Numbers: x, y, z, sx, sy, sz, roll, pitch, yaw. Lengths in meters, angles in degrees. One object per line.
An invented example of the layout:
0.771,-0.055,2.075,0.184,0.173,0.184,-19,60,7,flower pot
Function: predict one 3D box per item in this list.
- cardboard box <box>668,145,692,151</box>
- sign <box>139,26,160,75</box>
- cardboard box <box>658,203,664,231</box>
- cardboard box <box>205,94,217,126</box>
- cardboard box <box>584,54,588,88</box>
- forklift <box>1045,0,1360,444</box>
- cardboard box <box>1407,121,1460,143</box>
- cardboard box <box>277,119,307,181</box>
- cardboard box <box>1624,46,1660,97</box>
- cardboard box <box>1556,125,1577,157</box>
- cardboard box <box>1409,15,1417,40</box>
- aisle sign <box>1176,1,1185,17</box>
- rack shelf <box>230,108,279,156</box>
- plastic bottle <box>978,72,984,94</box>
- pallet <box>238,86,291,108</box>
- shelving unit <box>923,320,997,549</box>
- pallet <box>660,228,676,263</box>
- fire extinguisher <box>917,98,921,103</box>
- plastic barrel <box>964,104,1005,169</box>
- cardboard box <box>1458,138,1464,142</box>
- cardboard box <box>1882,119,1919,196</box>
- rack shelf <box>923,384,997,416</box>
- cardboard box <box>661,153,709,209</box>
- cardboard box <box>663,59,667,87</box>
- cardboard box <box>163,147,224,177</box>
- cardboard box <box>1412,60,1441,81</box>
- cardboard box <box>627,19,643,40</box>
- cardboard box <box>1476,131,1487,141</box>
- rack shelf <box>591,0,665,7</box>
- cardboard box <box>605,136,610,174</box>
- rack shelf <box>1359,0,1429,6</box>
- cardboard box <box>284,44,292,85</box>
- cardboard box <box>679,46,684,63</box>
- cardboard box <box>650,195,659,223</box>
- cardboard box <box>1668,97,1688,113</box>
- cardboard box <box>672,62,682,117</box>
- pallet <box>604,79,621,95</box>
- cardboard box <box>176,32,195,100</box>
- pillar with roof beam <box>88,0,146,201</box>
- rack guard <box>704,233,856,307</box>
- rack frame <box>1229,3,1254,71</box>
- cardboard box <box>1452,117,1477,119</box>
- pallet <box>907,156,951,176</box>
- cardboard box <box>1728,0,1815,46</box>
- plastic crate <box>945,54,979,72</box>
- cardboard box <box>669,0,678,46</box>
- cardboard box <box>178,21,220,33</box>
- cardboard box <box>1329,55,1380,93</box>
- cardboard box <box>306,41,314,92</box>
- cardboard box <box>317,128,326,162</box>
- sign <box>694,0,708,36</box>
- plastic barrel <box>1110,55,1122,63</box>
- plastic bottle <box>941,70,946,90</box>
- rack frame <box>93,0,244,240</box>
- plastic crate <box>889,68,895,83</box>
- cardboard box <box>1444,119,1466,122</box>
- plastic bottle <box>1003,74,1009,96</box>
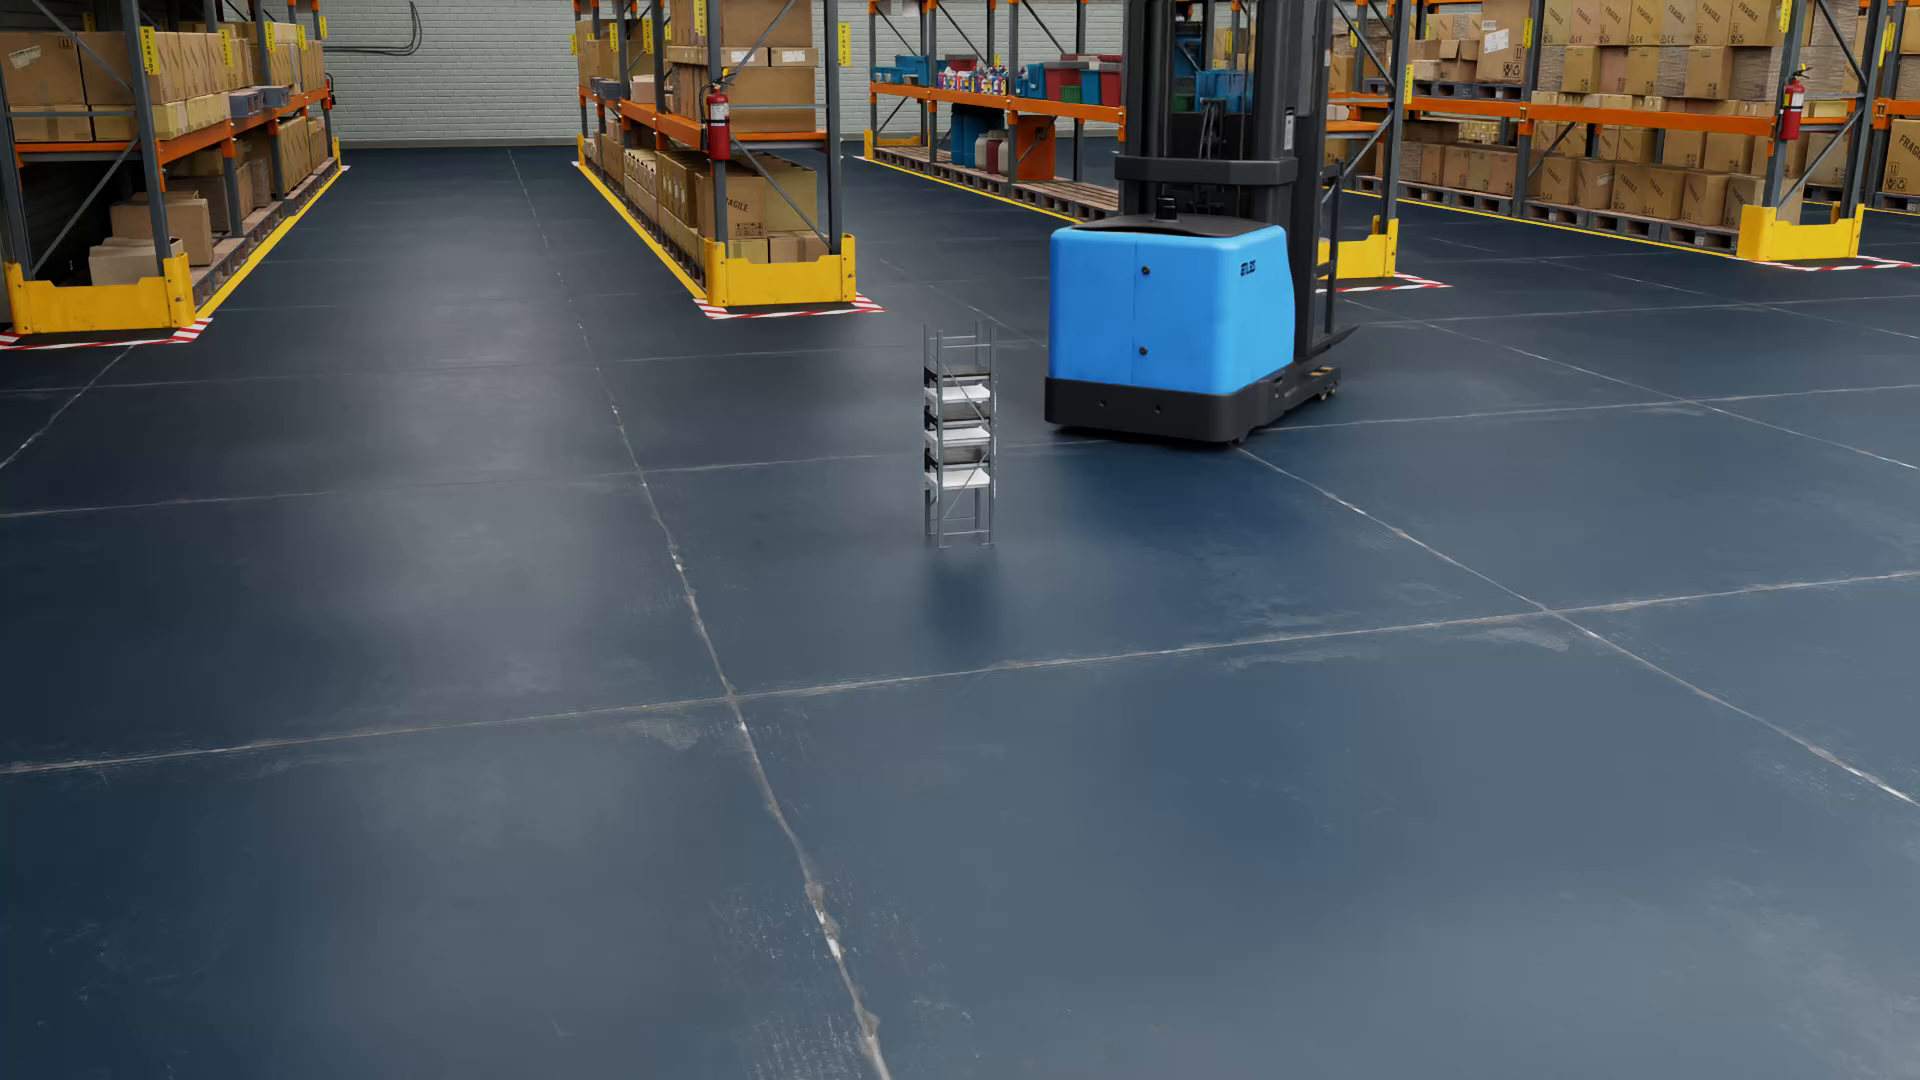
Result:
-3.487,-4.738,21.093,0.500,0.500,0.500,-4,17,-13,cardboard box
-5.679,-3.428,11.646,0.100,0.325,0.005,-5,17,-15,sign
-2.702,-3.202,16.447,0.500,0.250,0.500,-5,17,-15,cardboard box
-6.596,-3.631,14.053,0.500,0.250,0.500,-5,17,-16,cardboard box
-5.549,-7.274,25.779,0.500,0.500,0.500,-4,17,-15,cardboard box
1.596,-2.269,9.411,1.130,2.935,3.031,9,19,27,forklift
6.258,-5.402,21.999,0.500,0.250,0.500,-3,17,-9,cardboard box
-8.947,-5.046,21.545,0.750,0.750,0.750,-4,17,-14,cardboard box
7.488,-4.900,17.360,0.875,0.500,0.500,-5,17,-15,cardboard box
9.839,-6.318,26.385,0.500,0.500,0.500,-4,17,-14,cardboard box
8.500,-9.320,30.338,0.500,0.500,0.500,-4,17,-14,cardboard box
3.959,-9.860,30.044,0.394,0.787,0.004,-5,17,-15,aisle sign
-7.849,-4.286,17.256,1.077,0.370,4.000,-5,17,-15,rack shelf
0.291,-6.305,22.932,0.061,0.283,0.133,-5,17,-15,plastic bottle
-8.100,-4.903,18.394,1.213,0.211,1.003,-5,17,-15,pallet
-0.002,-0.433,6.830,0.258,0.900,0.210,-5,17,-15,shelving unit
-2.359,-2.911,16.276,1.003,0.211,1.213,-5,17,-15,pallet
-0.676,-8.042,29.292,0.296,0.674,0.183,-5,17,-15,fire extinguisher
0.355,-5.922,24.370,0.600,0.901,0.708,-5,17,-15,plastic barrel
8.867,-7.033,29.376,0.380,0.149,0.250,-5,17,-15,cardboard box
11.891,-4.620,20.082,0.875,0.875,0.875,-4,17,-14,cardboard box
-0.002,-0.574,6.788,0.258,0.077,0.200,-5,17,-15,rack shelf
-2.566,-3.423,15.878,0.500,0.500,0.500,-5,17,-15,cardboard box
-3.015,-5.016,18.262,0.500,0.500,0.500,-5,17,-15,cardboard box
-7.642,-3.774,16.578,0.500,0.250,0.500,-5,17,-16,cardboard box
6.129,-6.006,21.263,0.500,0.250,0.500,-5,17,-17,cardboard box
-4.595,-7.362,24.335,0.500,0.500,0.500,-4,17,-14,cardboard box
9.108,-6.943,28.561,0.380,0.149,0.250,-6,18,-18,cardboard box
-4.186,-7.222,21.816,1.077,0.370,4.000,-5,17,-15,rack shelf
-4.680,-5.397,23.284,0.500,0.500,0.500,-4,17,-14,cardboard box
6.439,-6.897,20.736,1.077,0.370,4.000,-5,17,-15,rack shelf
-8.707,-5.964,20.869,0.500,0.500,0.500,-4,17,-14,cardboard box
-2.368,-4.456,15.272,0.380,0.149,0.250,-5,18,-17,cardboard box
-2.930,-3.446,17.259,0.500,0.250,0.500,-5,17,-16,cardboard box
7.452,-4.432,16.930,0.380,0.149,0.250,-5,17,-15,cardboard box
-2.410,-4.395,16.197,0.700,0.500,0.500,-5,17,-17,cardboard box
-4.176,-6.022,22.119,1.003,0.211,1.213,-5,17,-15,pallet
-6.305,-3.704,12.993,0.500,0.500,0.500,-5,18,-17,cardboard box
-4.734,-7.969,17.840,9.100,9.000,0.400,-5,17,-15,pillar with roof beam
-1.432,-2.160,13.273,1.175,0.500,0.348,-5,17,-15,rack guard
4.790,-7.465,26.589,1.000,3.000,0.127,-5,17,-15,rack frame
9.221,-7.648,30.389,0.380,0.149,0.250,-4,17,-13,cardboard box
-0.212,-5.938,26.354,1.003,0.211,1.213,-5,17,-15,pallet
7.699,-4.947,15.779,0.500,0.500,0.500,-5,17,-15,cardboard box
0.023,-7.399,26.156,0.402,0.464,0.583,-5,17,-15,plastic crate
-2.410,-5.017,16.011,0.700,0.500,0.500,-5,17,-15,cardboard box
-8.773,-5.848,19.176,0.500,0.250,0.500,-4,17,-14,cardboard box
5.515,-6.523,23.281,0.500,0.500,0.500,-4,17,-14,cardboard box
-9.827,-6.787,23.812,0.980,0.700,0.700,-5,17,-17,cardboard box
-10.171,-6.076,25.582,0.700,0.500,0.500,-5,17,-15,cardboard box
-1.964,-3.992,12.604,0.100,0.325,0.005,-5,17,-15,sign
1.972,-5.410,19.514,0.433,0.535,0.433,0,17,0,plastic barrel
-0.245,-6.845,24.730,0.061,0.283,0.133,-5,17,-15,plastic bottle
-7.299,-4.077,15.311,1.000,3.000,0.127,-5,17,-15,rack frame
-0.959,-7.670,27.458,0.416,0.233,0.300,-5,17,-15,plastic crate
8.809,-7.383,29.507,0.380,0.149,0.250,-5,18,-17,cardboard box
0.605,-5.989,21.879,0.061,0.283,0.133,-5,17,-15,plastic bottle
